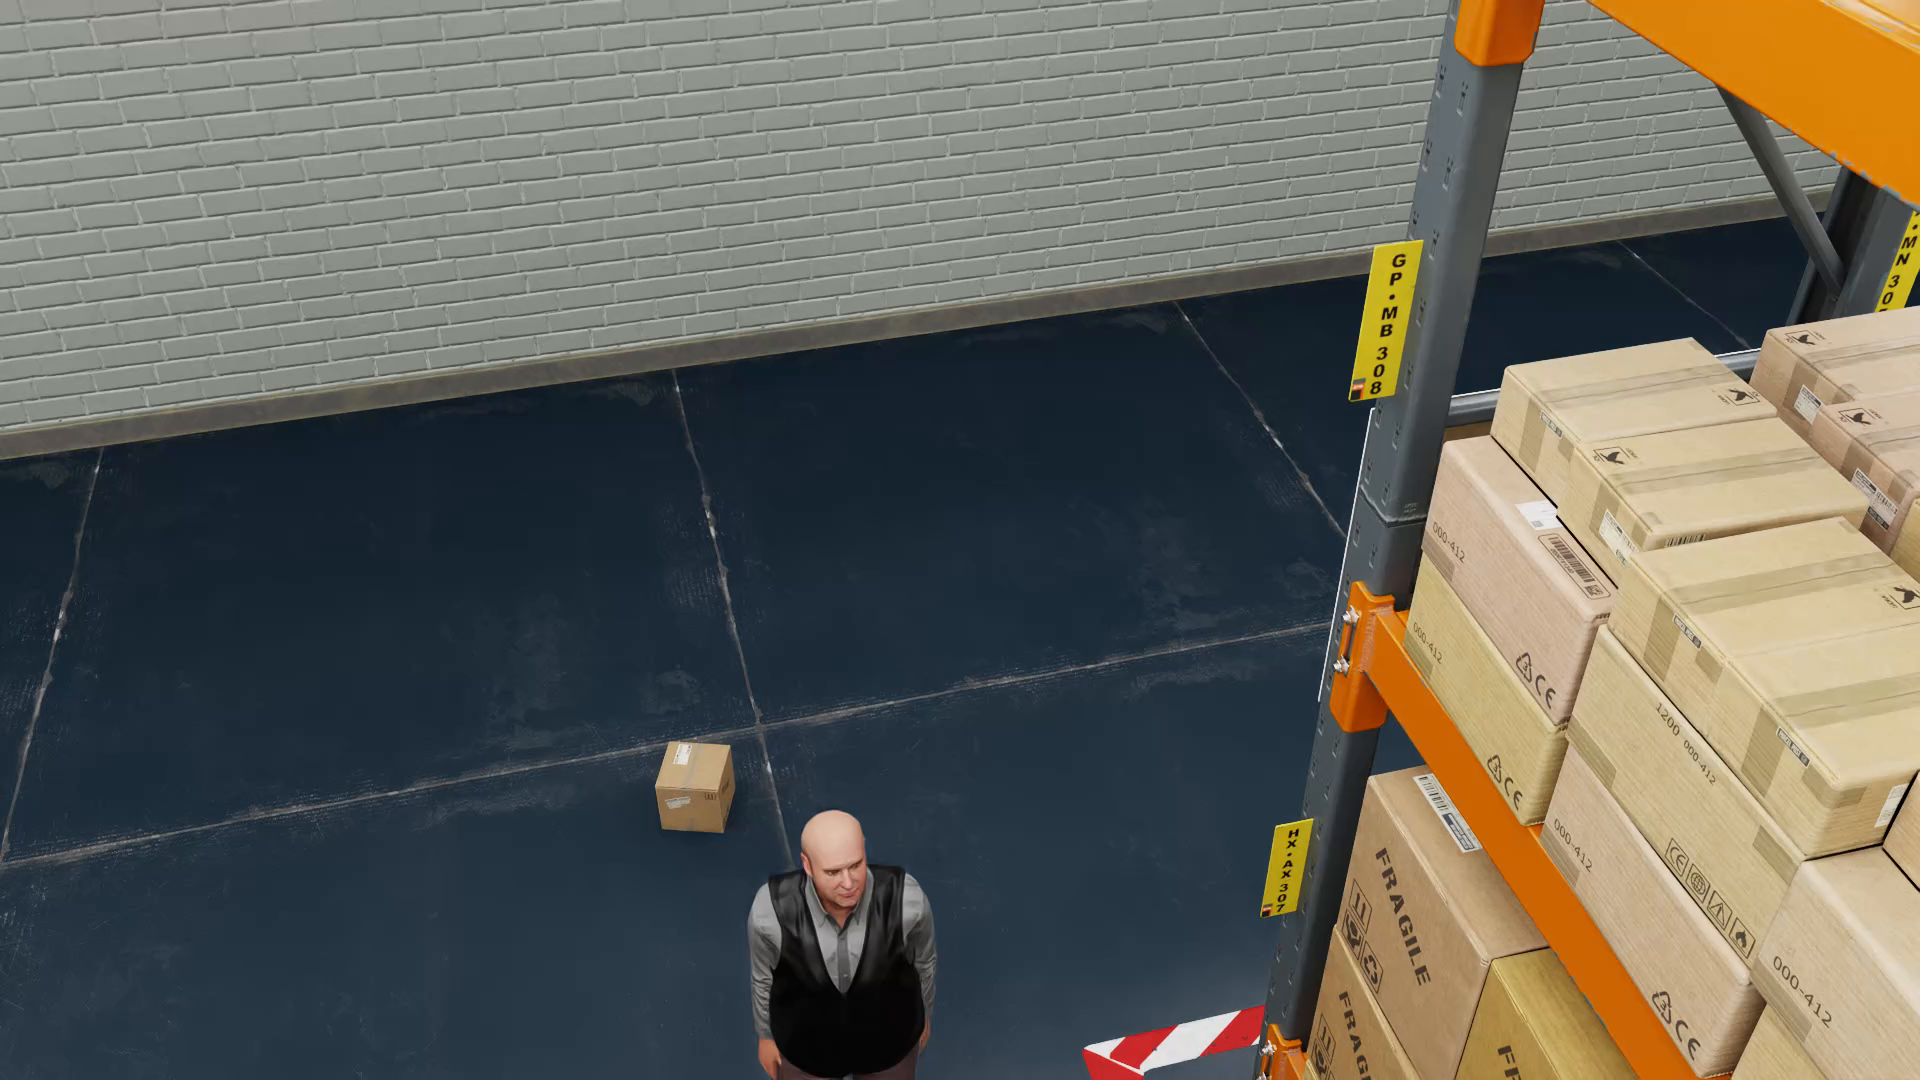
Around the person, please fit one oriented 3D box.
[{"bbox_3d":[-0.328,1.420,4.871,0.537,1.712,0.519,-4,38,-5],"label":"person"}]
